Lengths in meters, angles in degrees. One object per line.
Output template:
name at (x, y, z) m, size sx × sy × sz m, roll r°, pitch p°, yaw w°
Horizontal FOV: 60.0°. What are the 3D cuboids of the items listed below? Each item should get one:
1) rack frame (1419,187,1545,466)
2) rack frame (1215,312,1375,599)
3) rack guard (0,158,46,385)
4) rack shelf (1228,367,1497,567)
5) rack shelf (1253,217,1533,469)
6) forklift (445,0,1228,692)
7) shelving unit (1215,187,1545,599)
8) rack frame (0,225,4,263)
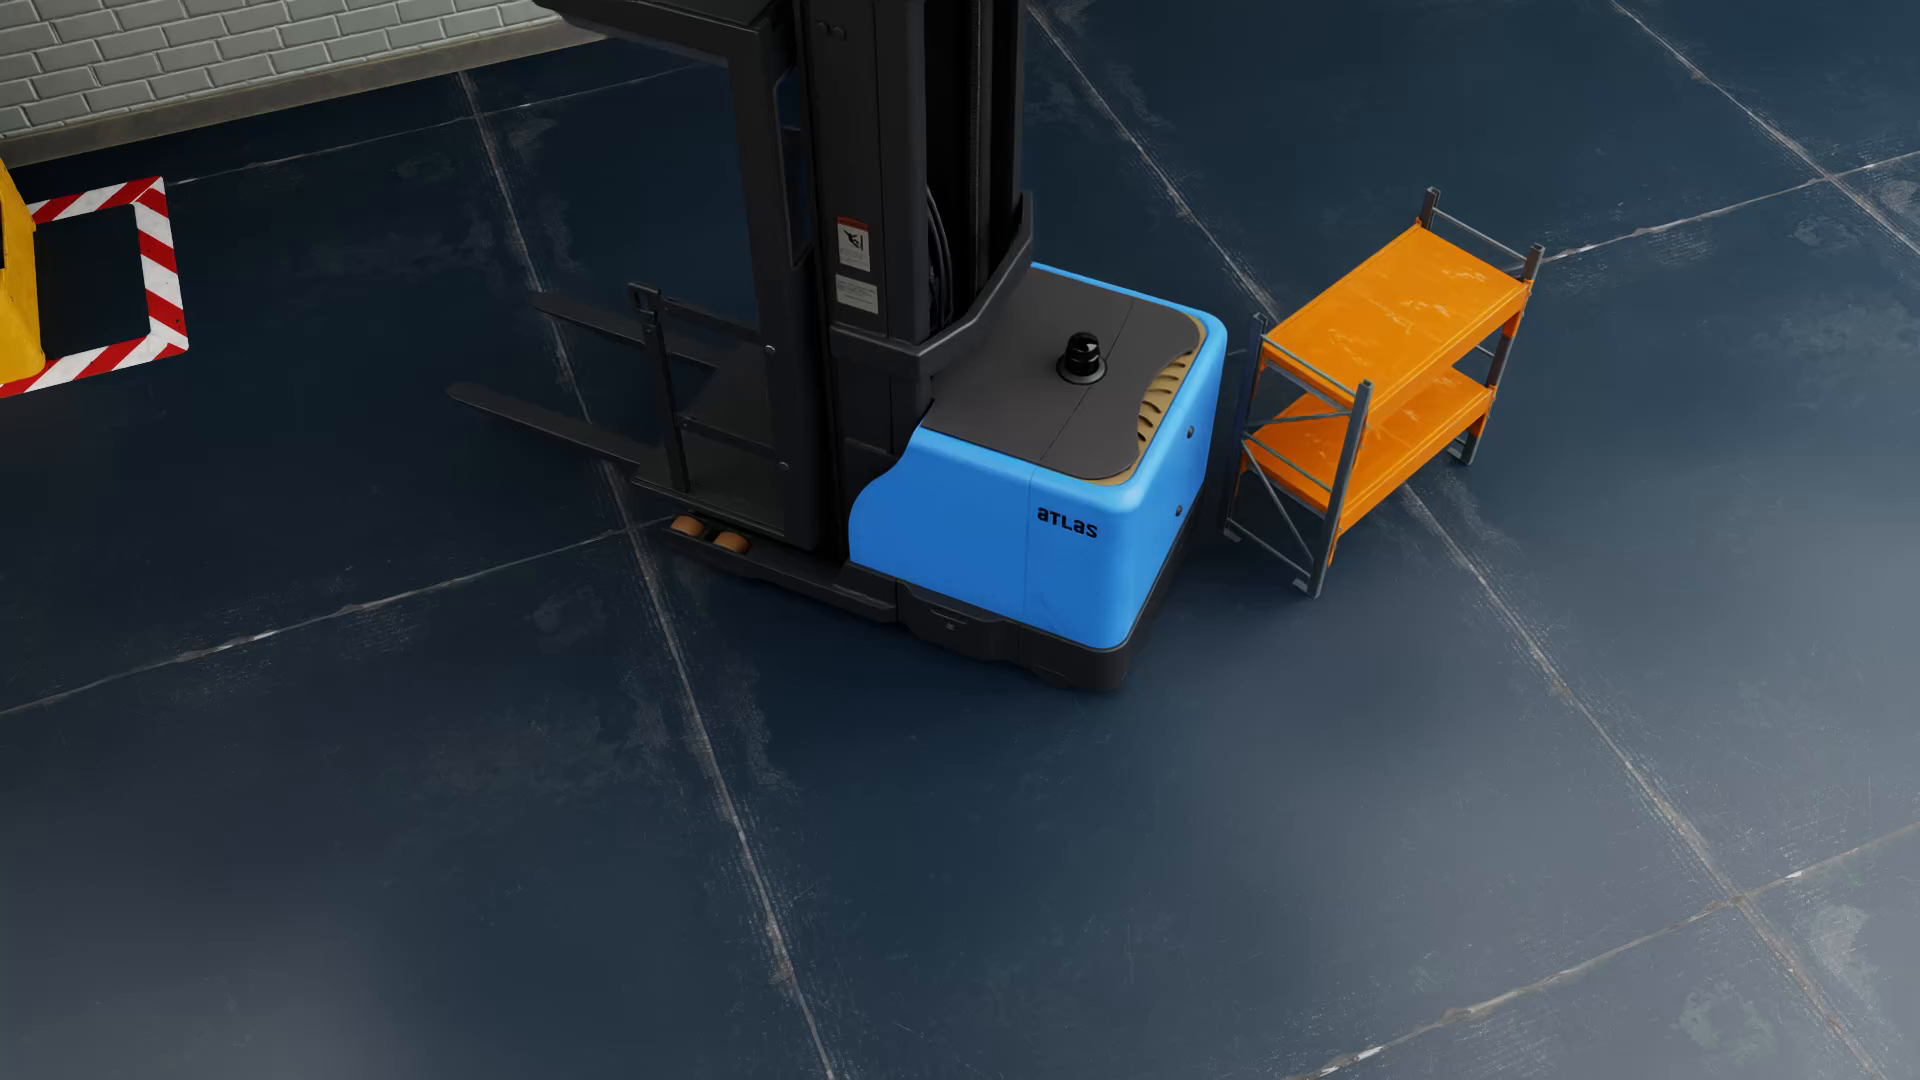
rack frame at (1.934, -0.818, 6.552) m, size 0.032 × 1.125 × 0.500 m, roll -36°, pitch 58°, yaw -27°
rack frame at (1.202, -0.283, 6.092) m, size 0.032 × 1.125 × 0.500 m, roll -36°, pitch 58°, yaw -27°
rack guard at (-4.344, -1.247, 7.332) m, size 0.348 × 0.500 × 1.175 m, roll -17°, pitch 52°, yaw -14°
rack shelf at (1.568, -0.391, 6.507) m, size 1.000 × 0.278 × 0.538 m, roll -36°, pitch 58°, yaw -27°
rack shelf at (1.568, -0.741, 6.100) m, size 1.000 × 0.278 × 0.538 m, roll -36°, pitch 58°, yaw -27°
forklift at (-0.602, -1.171, 5.664) m, size 3.031 × 2.935 × 1.130 m, roll 19°, pitch 52°, yaw 16°
shelving unit at (1.568, -0.550, 6.322) m, size 1.048 × 1.125 × 0.538 m, roll -36°, pitch 58°, yaw -27°
rack frame at (-4.366, -2.054, 6.378) m, size 0.127 × 3.000 × 1.000 m, roll -17°, pitch 52°, yaw -14°
